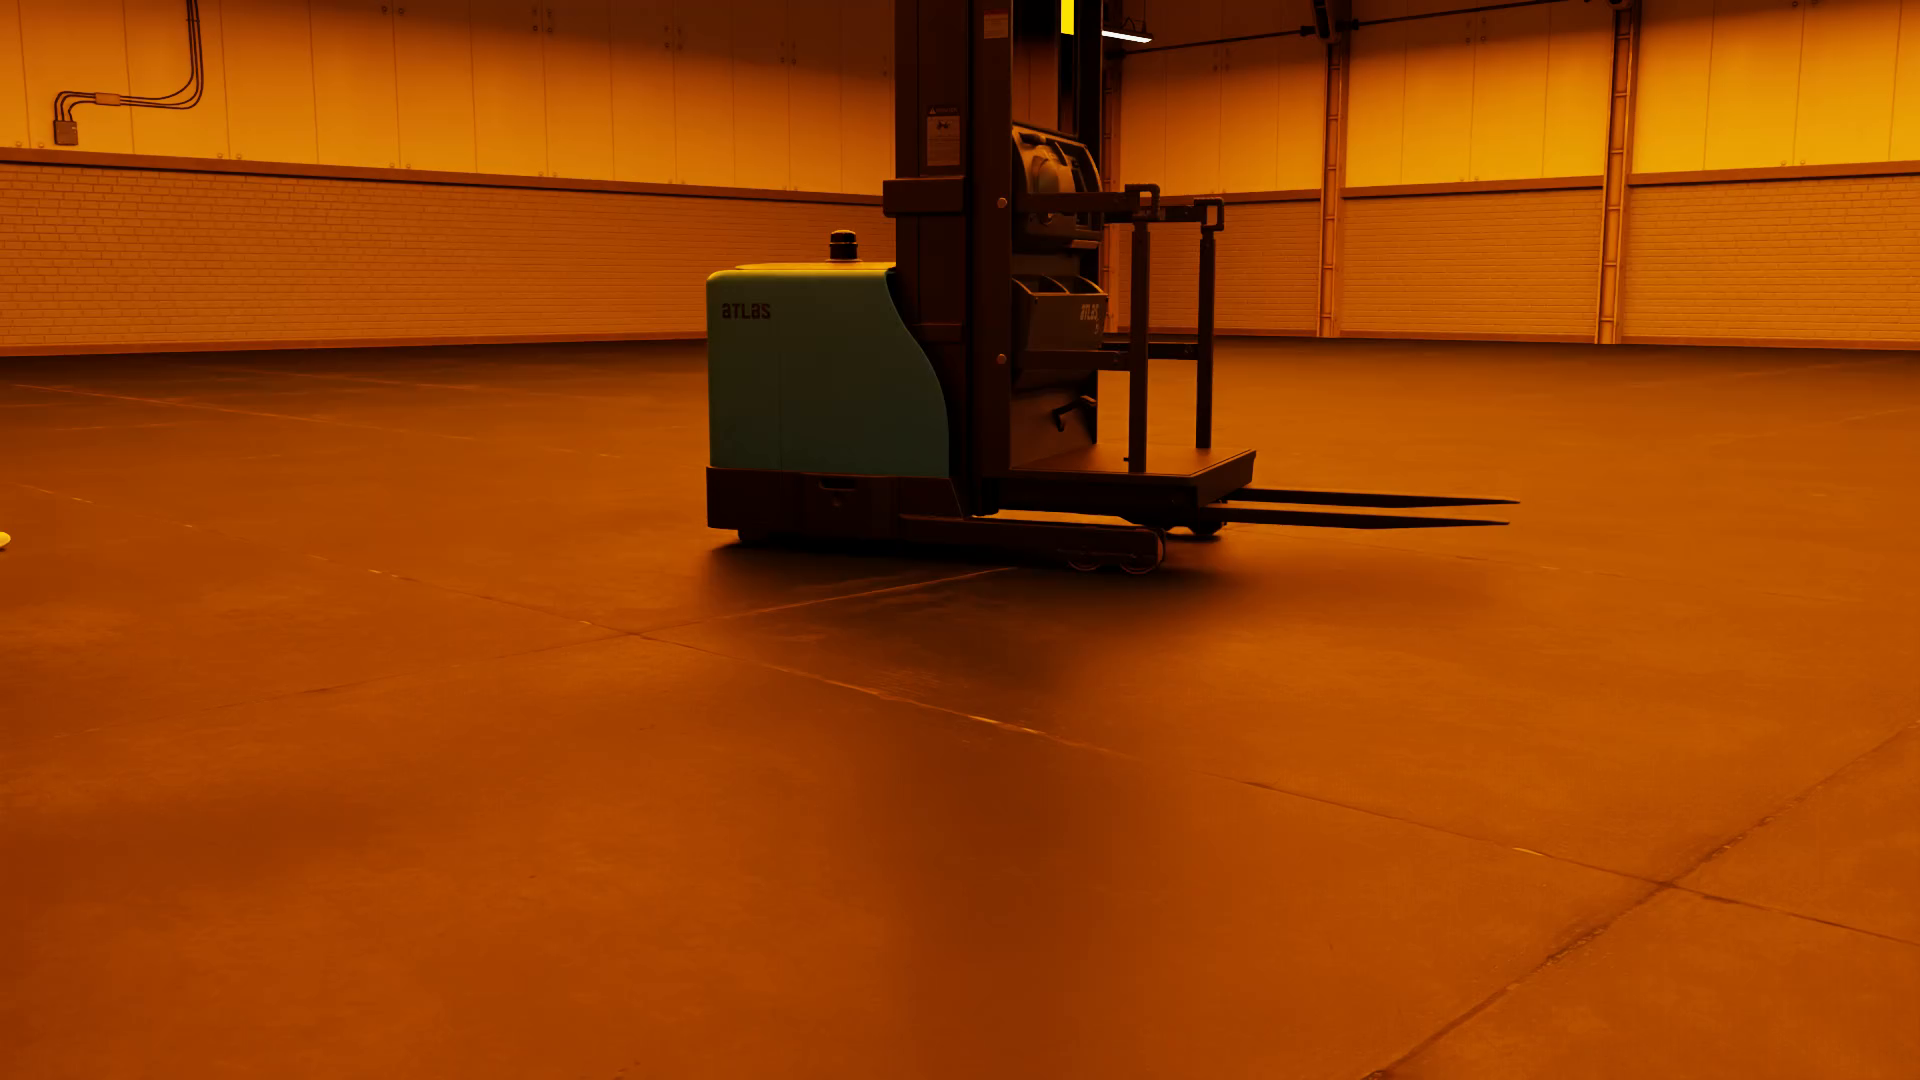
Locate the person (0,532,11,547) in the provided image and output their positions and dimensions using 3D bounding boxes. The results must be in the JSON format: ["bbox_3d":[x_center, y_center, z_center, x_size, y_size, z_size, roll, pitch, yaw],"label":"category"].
[{"bbox_3d":[-3.848,-0.750,6.092,0.401,1.676,0.603,-1,9,-4],"label":"person"}]

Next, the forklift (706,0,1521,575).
[{"bbox_3d":[0.565,-1.416,6.275,3.031,2.935,1.130,3,9,22],"label":"forklift"}]
